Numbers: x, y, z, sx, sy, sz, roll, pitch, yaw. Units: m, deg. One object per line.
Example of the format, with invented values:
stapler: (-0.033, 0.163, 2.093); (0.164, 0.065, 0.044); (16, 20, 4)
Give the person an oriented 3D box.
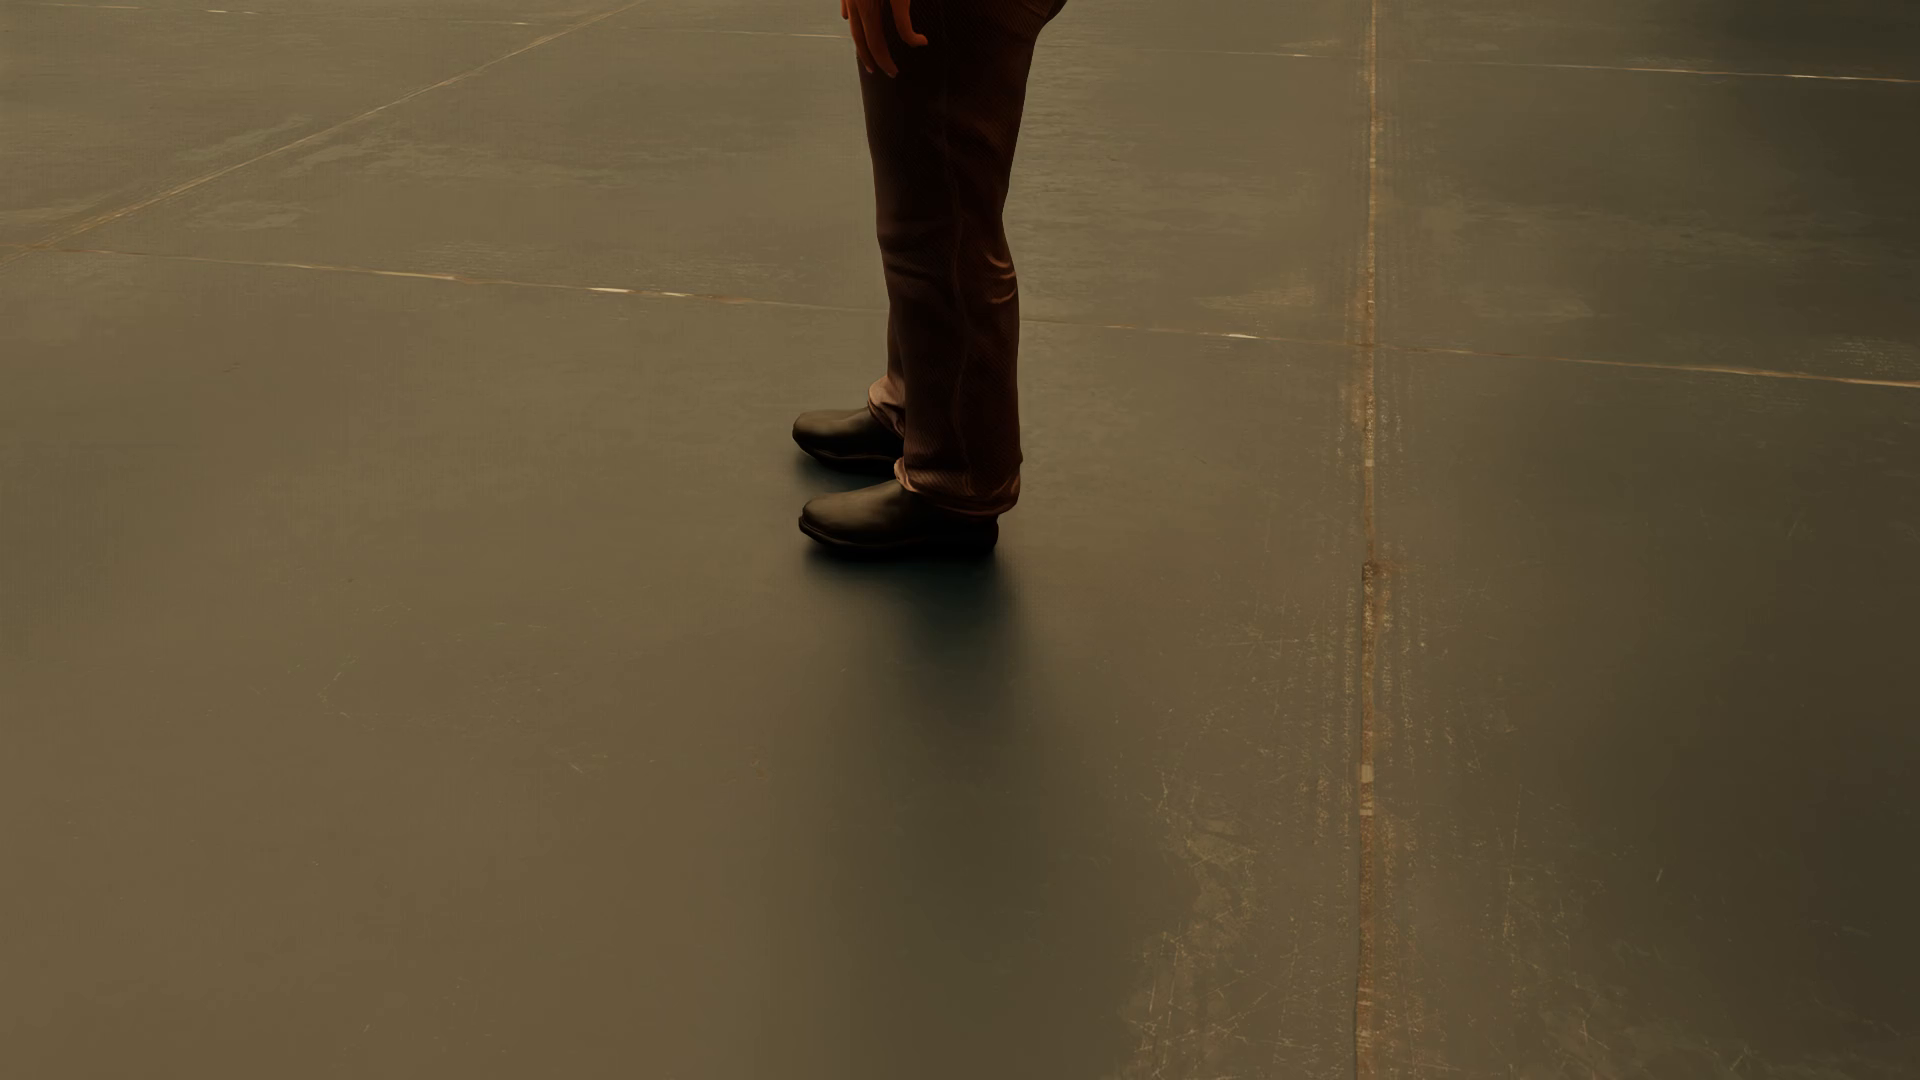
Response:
person: (-0.060, -0.784, 2.127); (0.566, 1.722, 0.633); (6, 27, 11)
